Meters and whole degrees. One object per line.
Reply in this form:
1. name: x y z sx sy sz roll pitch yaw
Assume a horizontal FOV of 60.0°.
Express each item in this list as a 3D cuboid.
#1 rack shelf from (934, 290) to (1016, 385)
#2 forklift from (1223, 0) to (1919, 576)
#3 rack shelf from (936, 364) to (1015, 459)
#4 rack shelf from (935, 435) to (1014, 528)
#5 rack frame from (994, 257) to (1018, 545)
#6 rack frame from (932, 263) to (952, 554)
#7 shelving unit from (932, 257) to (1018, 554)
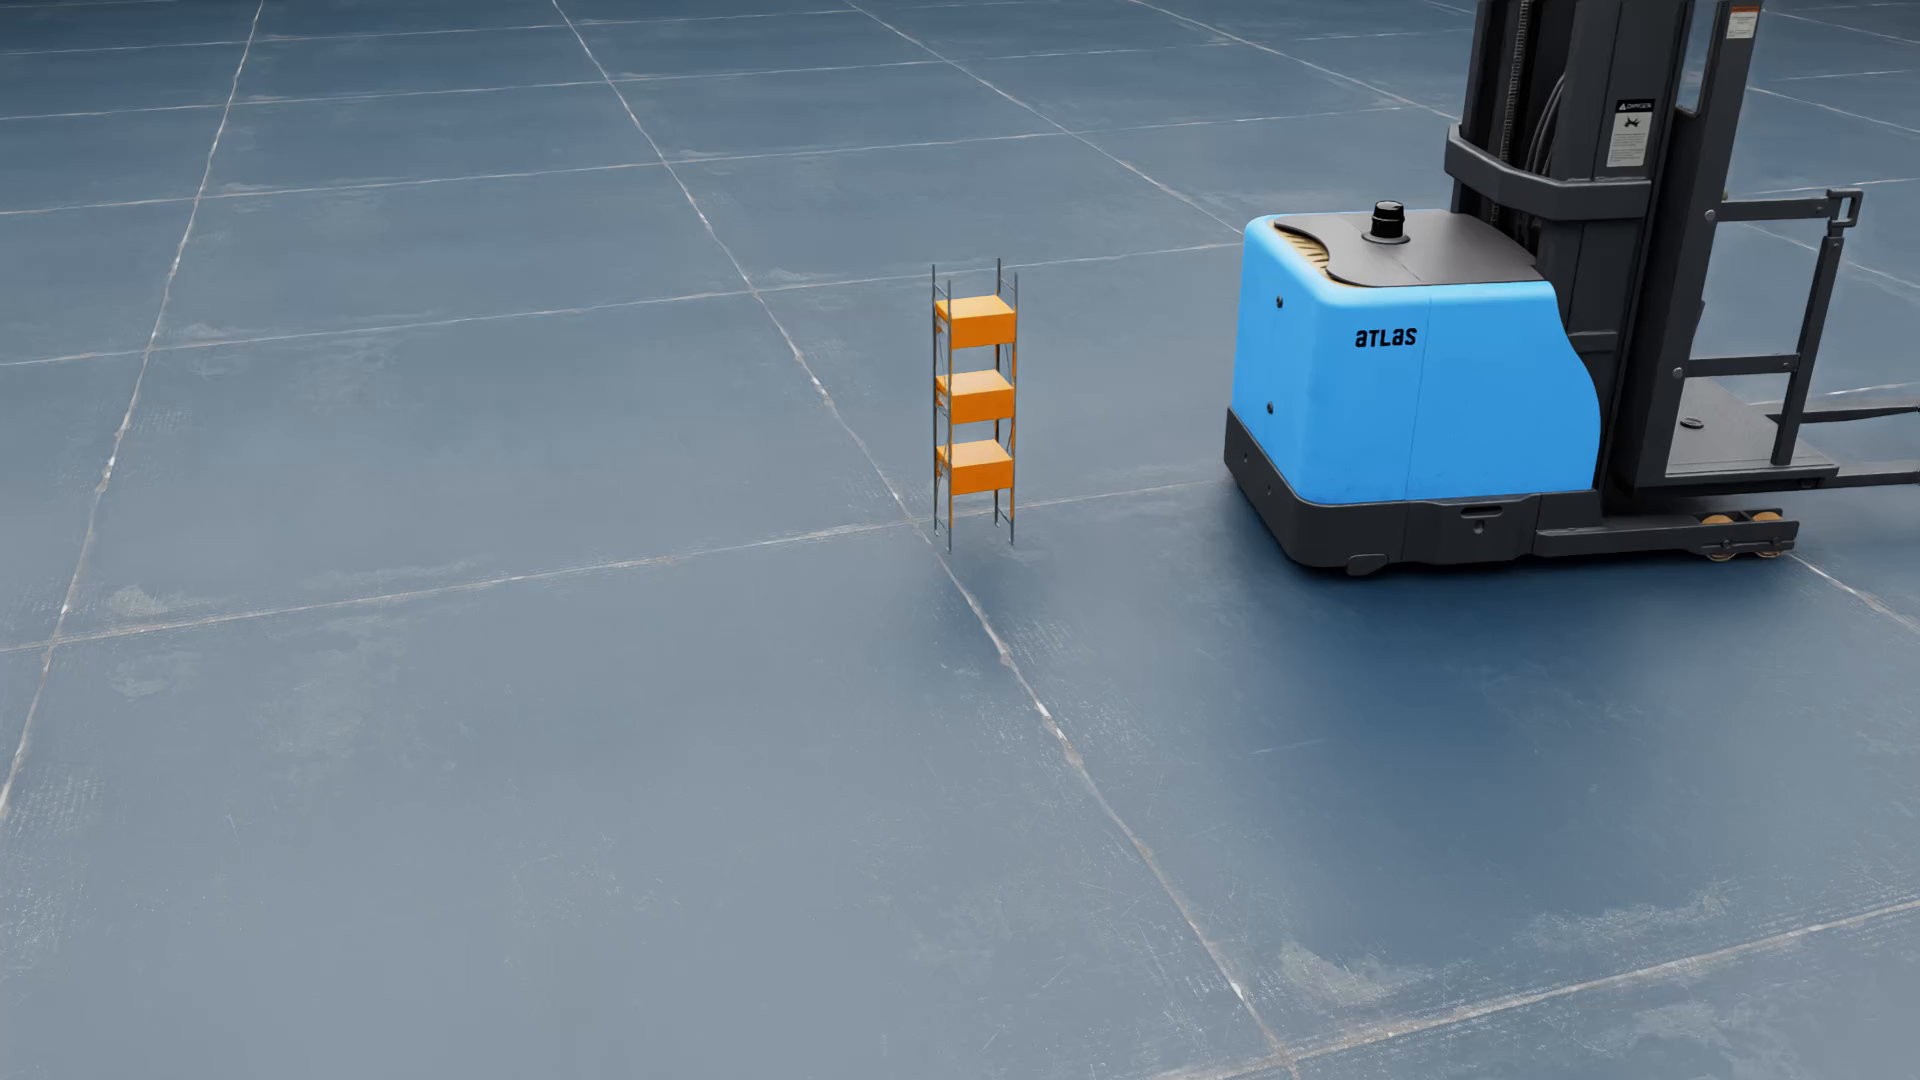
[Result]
1. rack shelf: 0.051 -0.722 5.910 0.240 0.259 0.215 -8 28 -16
2. forklift: 2.625 -1.465 5.905 3.031 2.935 1.130 -3 27 -7
3. rack shelf: 0.051 -0.468 6.036 0.240 0.259 0.215 -8 28 -16
4. rack shelf: 0.051 -0.219 6.160 0.240 0.259 0.215 -8 28 -16
5. rack frame: 0.167 -0.494 6.065 0.008 1.050 0.200 -8 28 -16
6. rack frame: -0.065 -0.461 5.998 0.008 1.050 0.200 -8 28 -16
7. shelving unit: 0.051 -0.478 6.031 0.252 1.050 0.215 -8 28 -16
